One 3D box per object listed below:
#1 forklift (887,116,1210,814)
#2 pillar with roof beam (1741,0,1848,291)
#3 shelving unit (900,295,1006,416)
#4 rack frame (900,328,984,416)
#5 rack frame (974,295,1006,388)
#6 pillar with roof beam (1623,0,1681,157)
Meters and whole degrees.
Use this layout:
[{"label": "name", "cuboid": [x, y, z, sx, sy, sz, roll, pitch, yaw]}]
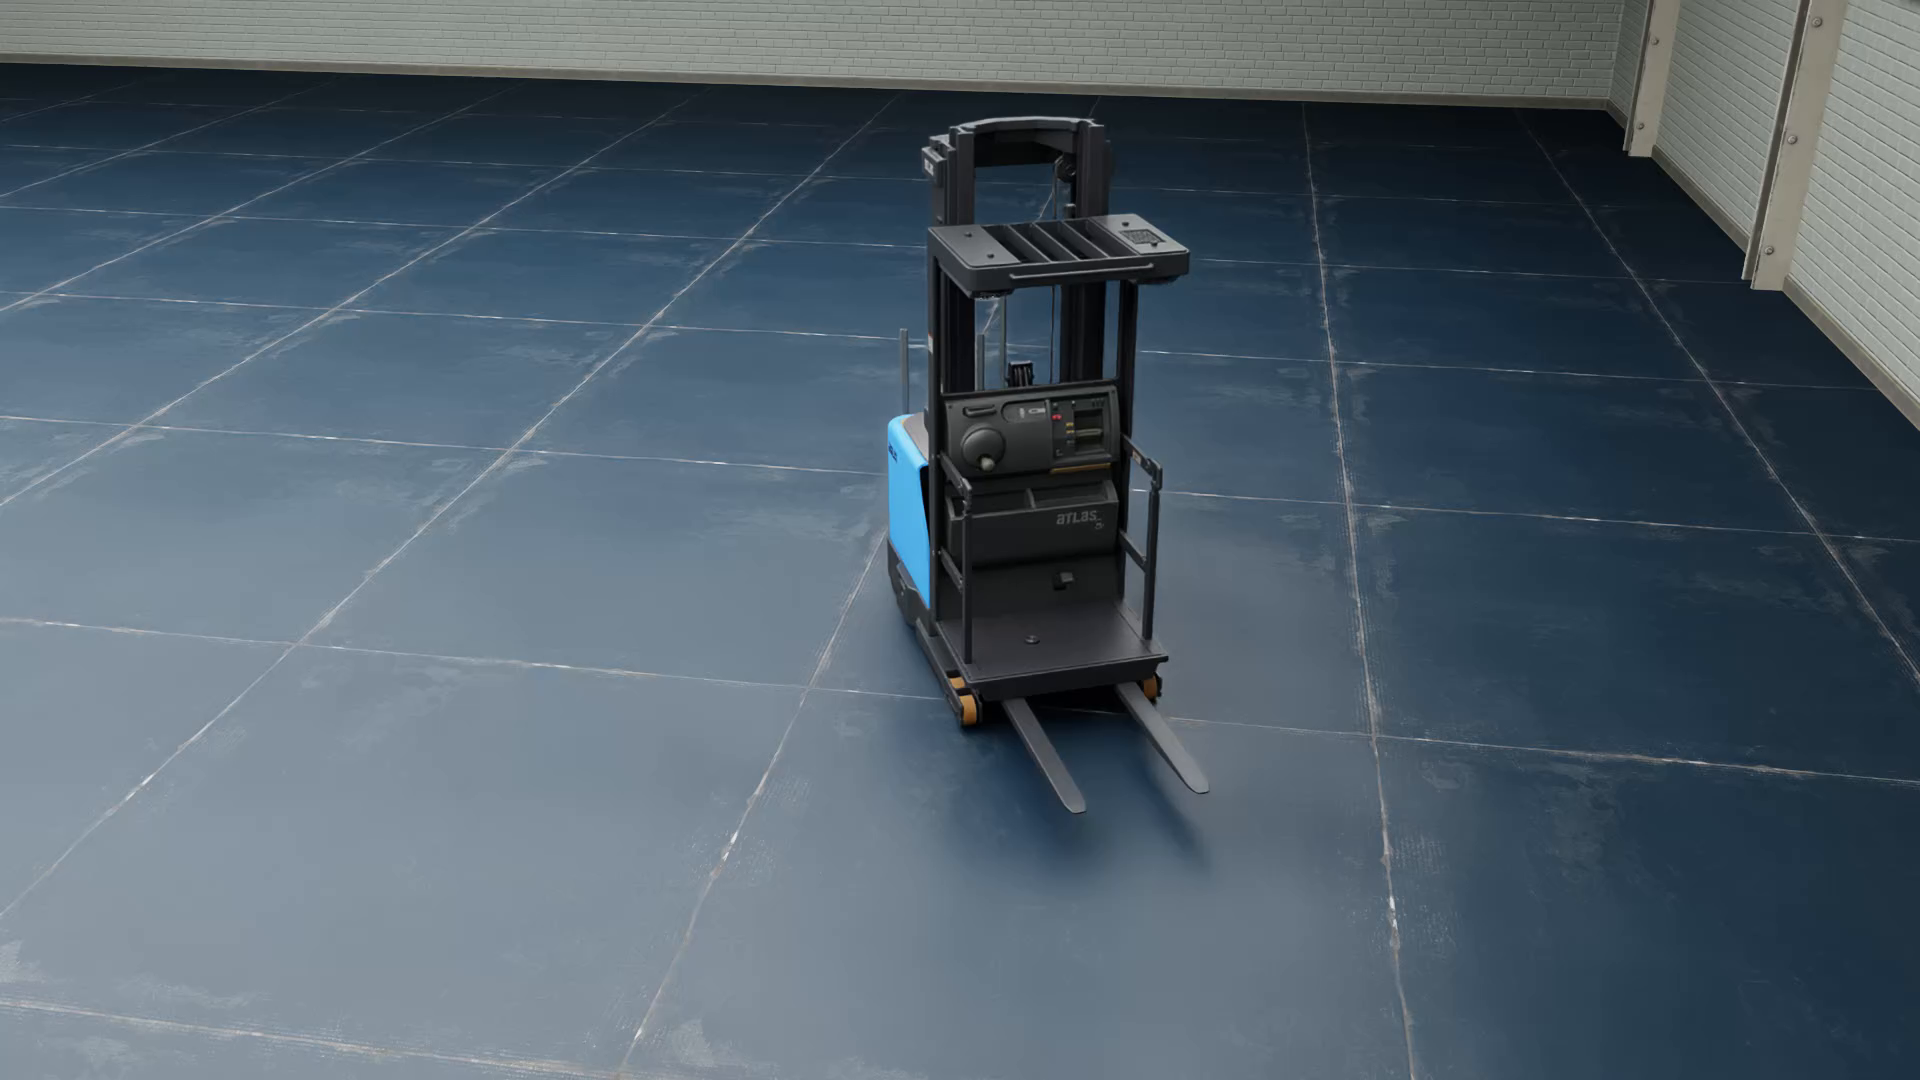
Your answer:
[{"label": "forklift", "cuboid": [0.441, -0.538, 8.442, 1.130, 2.935, 3.031, -7, 26, -14]}, {"label": "pillar with roof beam", "cuboid": [3.490, -6.838, 14.743, 9.100, 9.000, 0.400, 4, 25, 9]}, {"label": "shelving unit", "cuboid": [-0.031, -0.768, 10.621, 0.587, 1.500, 1.083, 4, 25, 8]}, {"label": "rack frame", "cuboid": [-0.108, -0.559, 10.174, 0.500, 1.500, 0.032, 4, 25, 8]}, {"label": "rack frame", "cuboid": [0.048, -0.984, 11.084, 0.500, 1.500, 0.032, 4, 25, 8]}, {"label": "pillar with roof beam", "cuboid": [4.470, -9.347, 20.104, 9.100, 9.000, 0.400, 4, 25, 9]}]
